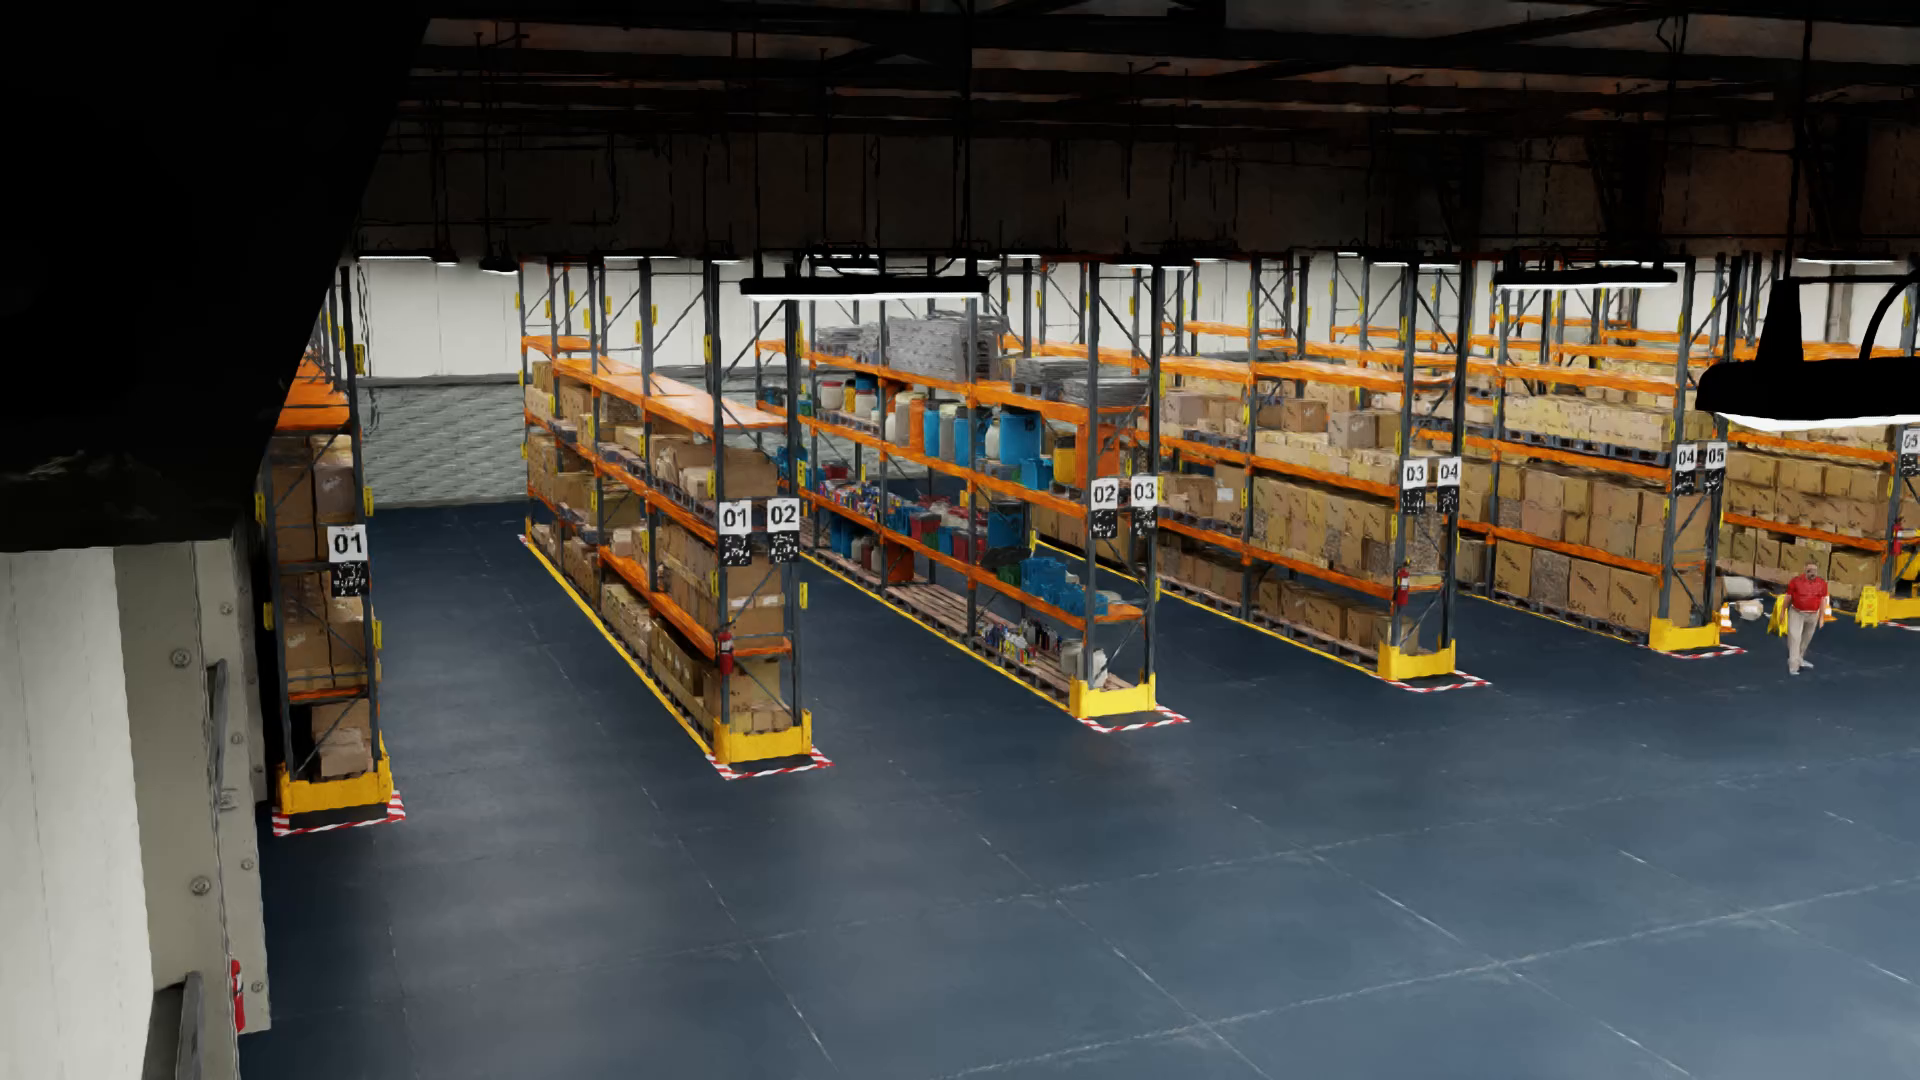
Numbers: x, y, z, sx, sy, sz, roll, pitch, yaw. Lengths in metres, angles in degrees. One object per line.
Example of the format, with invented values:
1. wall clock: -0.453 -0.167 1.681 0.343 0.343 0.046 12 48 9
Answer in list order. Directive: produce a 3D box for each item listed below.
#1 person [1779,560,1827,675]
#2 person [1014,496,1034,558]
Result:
1. person: 12.331 1.111 24.276 0.586 1.678 0.951 1 10 6
2. person: 1.023 -0.039 28.901 0.566 1.705 1.116 -4 11 -20
